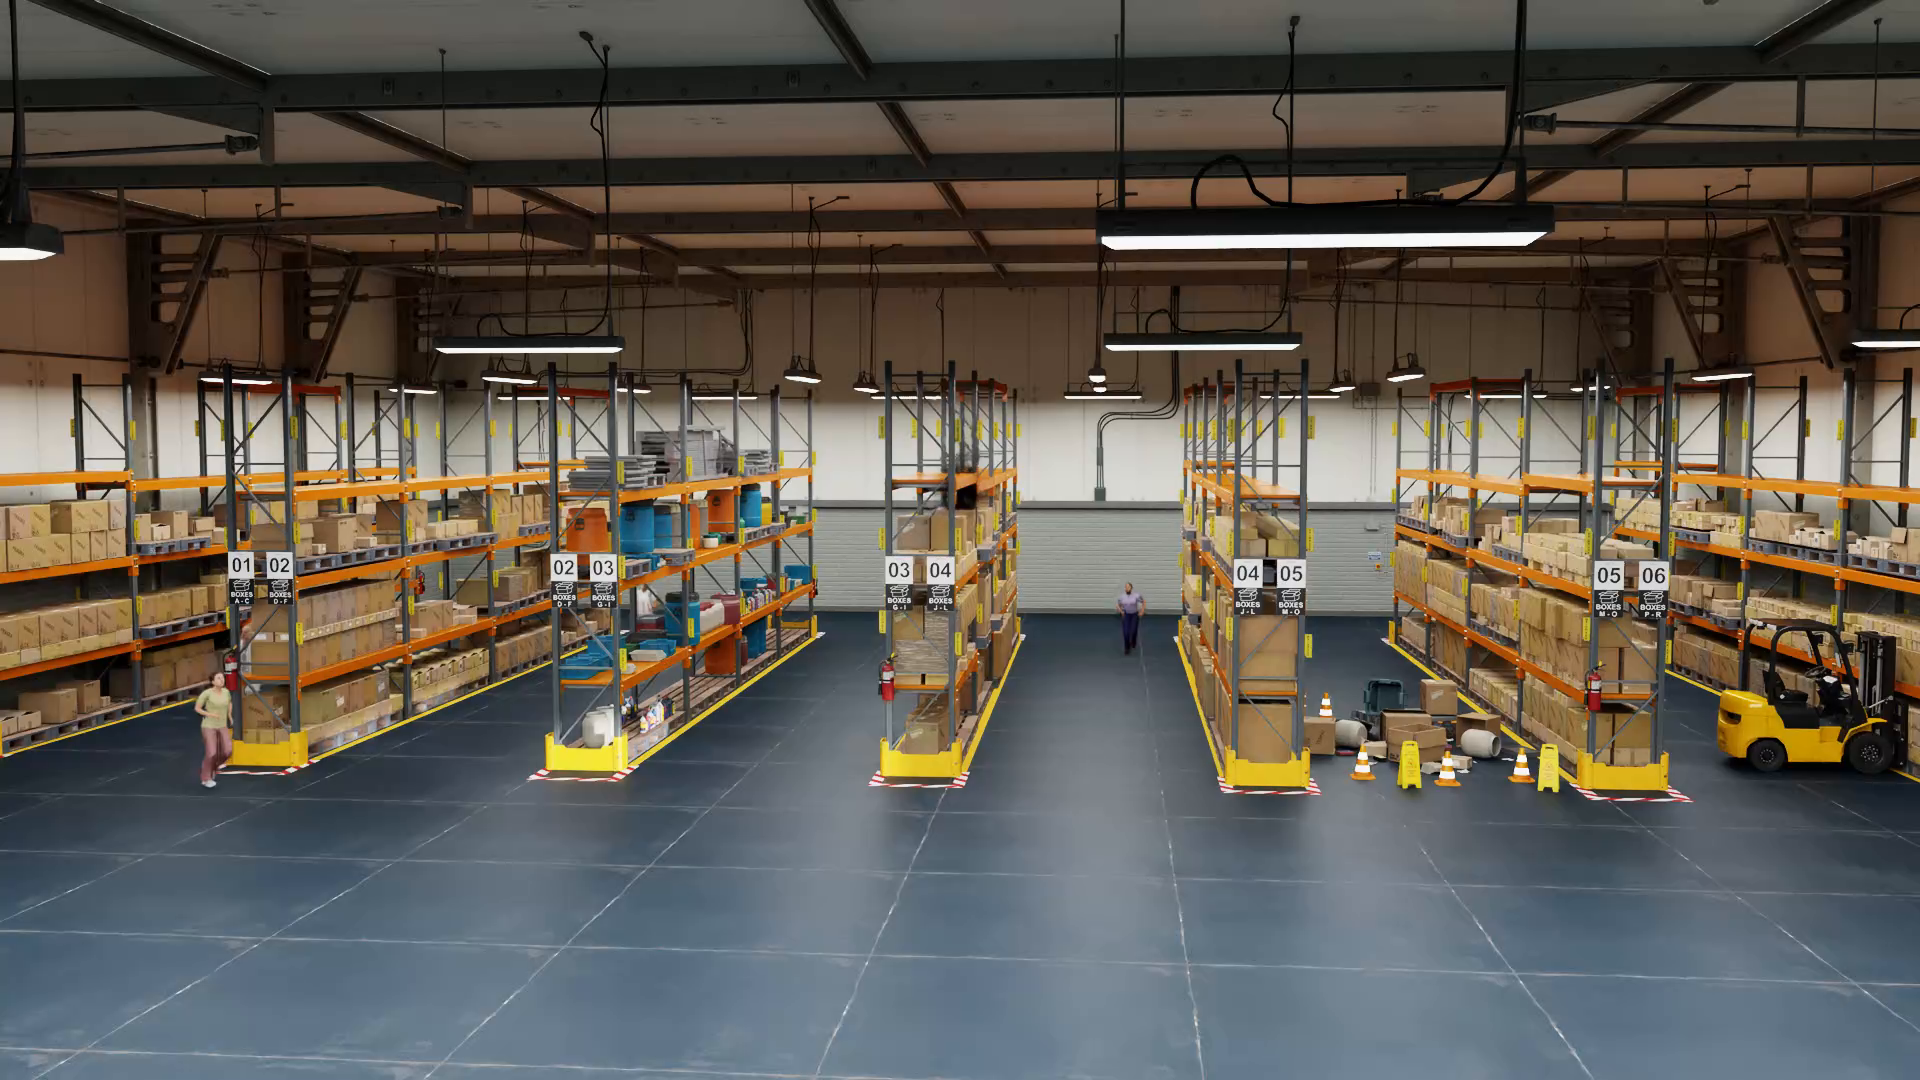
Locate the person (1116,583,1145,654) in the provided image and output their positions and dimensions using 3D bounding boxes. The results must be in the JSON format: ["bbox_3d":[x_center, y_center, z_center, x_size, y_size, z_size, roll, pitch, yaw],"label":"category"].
[{"bbox_3d":[3.819,1.760,37.287,0.632,1.608,0.615,1,4,13],"label":"person"}]

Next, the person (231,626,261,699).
[{"bbox_3d":[-11.905,2.304,27.787,0.722,1.746,0.628,0,4,1],"label":"person"}]

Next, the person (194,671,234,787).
[{"bbox_3d":[-10.489,2.652,23.492,0.569,1.623,0.621,3,5,36],"label":"person"}]

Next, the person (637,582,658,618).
[{"bbox_3d":[-7.173,1.706,37.796,0.615,1.624,0.708,0,4,-5],"label":"person"}]
